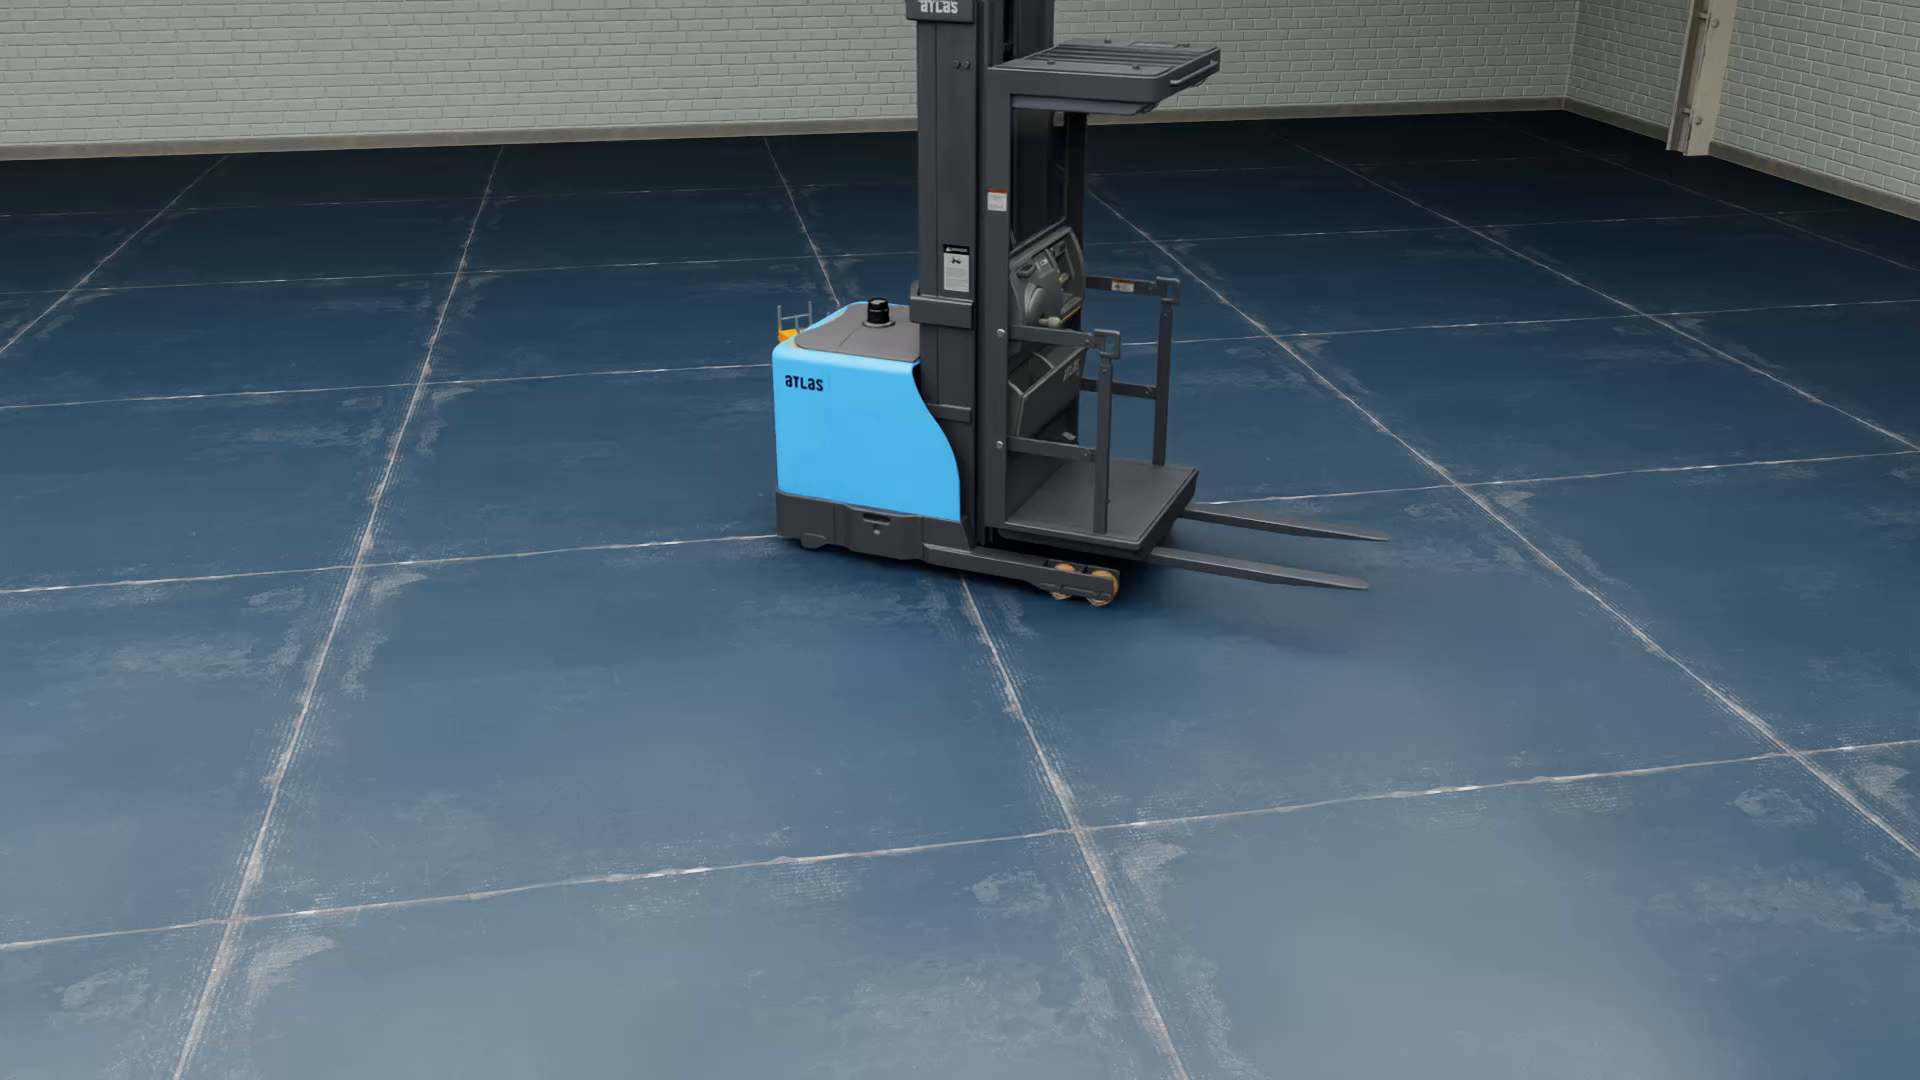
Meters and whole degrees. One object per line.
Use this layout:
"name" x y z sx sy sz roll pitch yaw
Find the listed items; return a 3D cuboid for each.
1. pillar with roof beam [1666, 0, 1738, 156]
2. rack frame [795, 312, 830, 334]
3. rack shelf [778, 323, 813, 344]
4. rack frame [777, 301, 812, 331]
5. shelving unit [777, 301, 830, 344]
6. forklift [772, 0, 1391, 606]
"pillar with roof beam" 3.991 -8.187 16.253 9.100 9.000 0.400 -4 24 -10
"rack frame" -0.788 -0.724 9.096 0.200 1.050 0.008 -12 26 -26
"rack shelf" -0.845 -1.017 9.085 0.215 0.259 0.240 -12 26 -26
"rack frame" -0.903 -0.810 9.293 0.200 1.050 0.008 -12 26 -26
"shelving unit" -0.845 -0.767 9.195 0.215 1.050 0.252 -12 26 -26
"forklift" 0.611 -1.269 7.993 3.031 2.935 1.130 9 25 21
